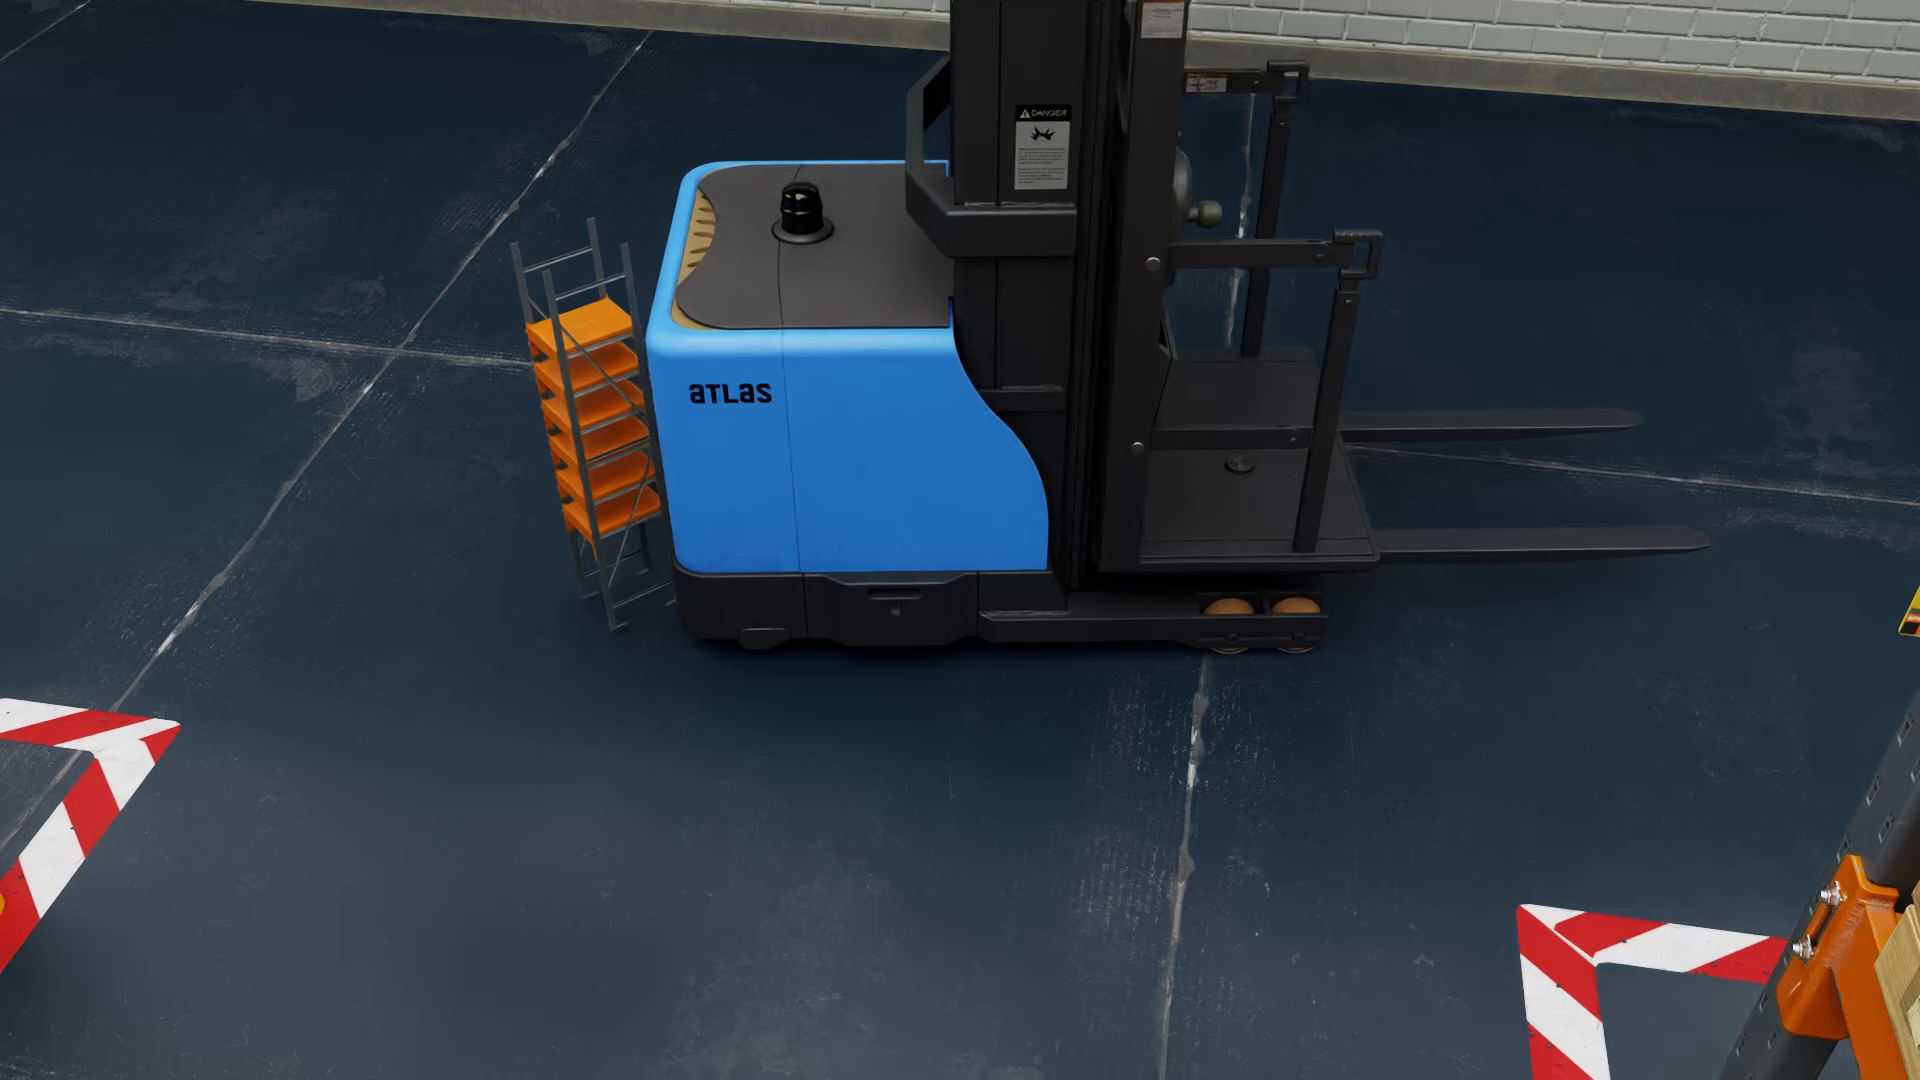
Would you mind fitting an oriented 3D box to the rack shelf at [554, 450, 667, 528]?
[{"bbox_3d":[-0.998,-0.163,4.759,0.258,0.103,0.180,-26,45,-28],"label":"rack shelf"}]

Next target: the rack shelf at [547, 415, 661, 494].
[{"bbox_3d":[-1.000,-0.257,4.684,0.258,0.103,0.180,-26,45,-28],"label":"rack shelf"}]

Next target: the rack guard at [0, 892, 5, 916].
[{"bbox_3d":[-2.974,0.741,3.961,1.175,0.500,0.348,6,40,8],"label":"rack guard"}]

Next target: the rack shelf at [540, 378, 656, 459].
[{"bbox_3d":[-1.001,-0.351,4.610,0.258,0.103,0.180,-26,45,-28],"label":"rack shelf"}]

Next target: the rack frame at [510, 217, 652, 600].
[{"bbox_3d":[-1.056,-0.336,4.714,0.240,1.200,0.006,-26,45,-28],"label":"rack frame"}]

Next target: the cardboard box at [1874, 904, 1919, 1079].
[{"bbox_3d":[1.510,0.667,2.286,0.380,0.149,0.250,6,40,7],"label":"cardboard box"}]

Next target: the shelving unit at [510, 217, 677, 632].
[{"bbox_3d":[-1.000,-0.292,4.657,0.258,1.200,0.189,-26,45,-28],"label":"shelving unit"}]

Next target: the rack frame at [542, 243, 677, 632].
[{"bbox_3d":[-0.945,-0.248,4.599,0.240,1.200,0.006,-26,45,-28],"label":"rack frame"}]

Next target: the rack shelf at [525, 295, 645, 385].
[{"bbox_3d":[-1.005,-0.540,4.462,0.258,0.103,0.180,-26,45,-28],"label":"rack shelf"}]

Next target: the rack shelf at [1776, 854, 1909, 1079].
[{"bbox_3d":[1.543,1.935,1.120,1.077,0.370,4.000,6,40,8],"label":"rack shelf"}]

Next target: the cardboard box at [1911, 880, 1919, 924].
[{"bbox_3d":[1.539,0.501,1.978,0.500,0.500,0.500,8,40,10],"label":"cardboard box"}]

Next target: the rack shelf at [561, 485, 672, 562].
[{"bbox_3d":[-0.997,-0.069,4.833,0.258,0.103,0.180,-26,45,-28],"label":"rack shelf"}]

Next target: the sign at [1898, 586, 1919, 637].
[{"bbox_3d":[1.355,0.010,2.205,0.100,0.325,0.005,6,40,8],"label":"sign"}]

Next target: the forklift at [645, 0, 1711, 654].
[{"bbox_3d":[0.687,-1.138,4.326,3.031,2.935,1.130,-1,40,-1],"label":"forklift"}]

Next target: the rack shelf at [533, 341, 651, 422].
[{"bbox_3d":[-1.003,-0.446,4.536,0.258,0.103,0.180,-26,45,-28],"label":"rack shelf"}]
